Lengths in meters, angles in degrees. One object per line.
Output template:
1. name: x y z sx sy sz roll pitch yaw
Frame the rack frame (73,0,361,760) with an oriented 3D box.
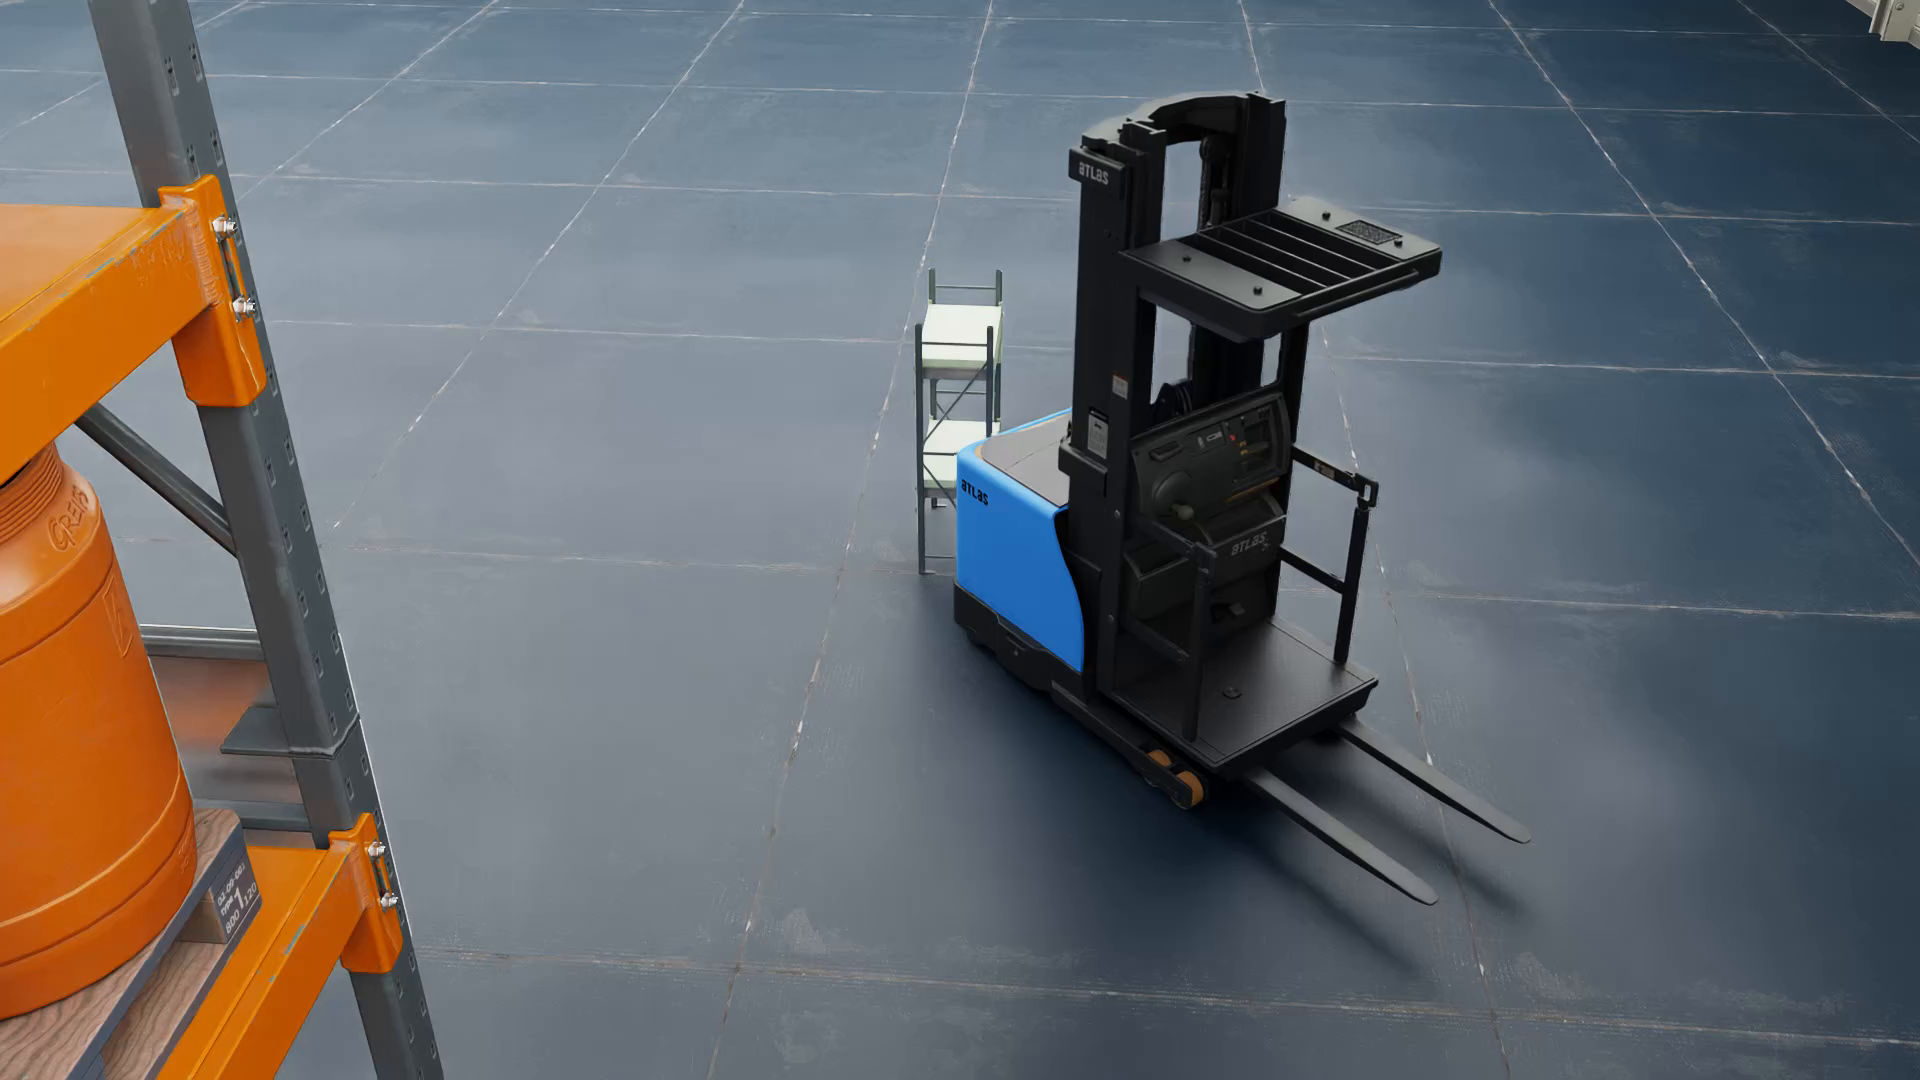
1. rack frame: -1.674 -0.917 2.440 1.000 3.000 0.127 2 32 4

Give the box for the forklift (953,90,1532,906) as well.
1. forklift: 1.254 -0.322 7.260 1.130 2.935 3.031 -22 38 -31

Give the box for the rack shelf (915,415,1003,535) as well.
1. rack shelf: 0.001 -0.364 9.314 0.431 0.370 0.720 2 32 4

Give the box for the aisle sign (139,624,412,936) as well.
1. aisle sign: -1.372 0.506 3.373 0.394 0.787 0.004 2 32 4

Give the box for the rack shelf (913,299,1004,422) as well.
1. rack shelf: 0.001 -0.974 8.938 0.431 0.370 0.720 2 32 4

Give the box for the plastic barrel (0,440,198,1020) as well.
1. plastic barrel: -1.587 0.258 2.583 0.600 0.830 0.708 2 32 4

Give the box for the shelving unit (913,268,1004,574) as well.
1. shelving unit: 0.001 -0.642 9.142 0.431 1.500 0.755 2 32 4

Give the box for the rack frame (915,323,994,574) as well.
1. rack frame: -0.029 -0.451 8.832 0.400 1.500 0.023 2 32 4

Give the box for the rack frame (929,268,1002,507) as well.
1. rack frame: 0.030 -0.833 9.453 0.400 1.500 0.023 2 32 4

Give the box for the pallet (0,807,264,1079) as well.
1. pallet: -1.839 0.869 2.582 1.003 0.211 1.213 2 32 4

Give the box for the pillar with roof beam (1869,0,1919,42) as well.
1. pillar with roof beam: 6.180 -9.686 16.671 9.100 9.000 0.400 2 32 4

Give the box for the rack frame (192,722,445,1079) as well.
1. rack frame: -1.674 1.637 4.014 1.000 3.000 0.127 2 32 4

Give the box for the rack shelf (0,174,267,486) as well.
1. rack shelf: -1.837 0.606 1.037 1.077 0.370 4.000 2 32 4

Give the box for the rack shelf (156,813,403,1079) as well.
1. rack shelf: -1.837 1.713 1.719 1.077 0.370 4.000 2 32 4
